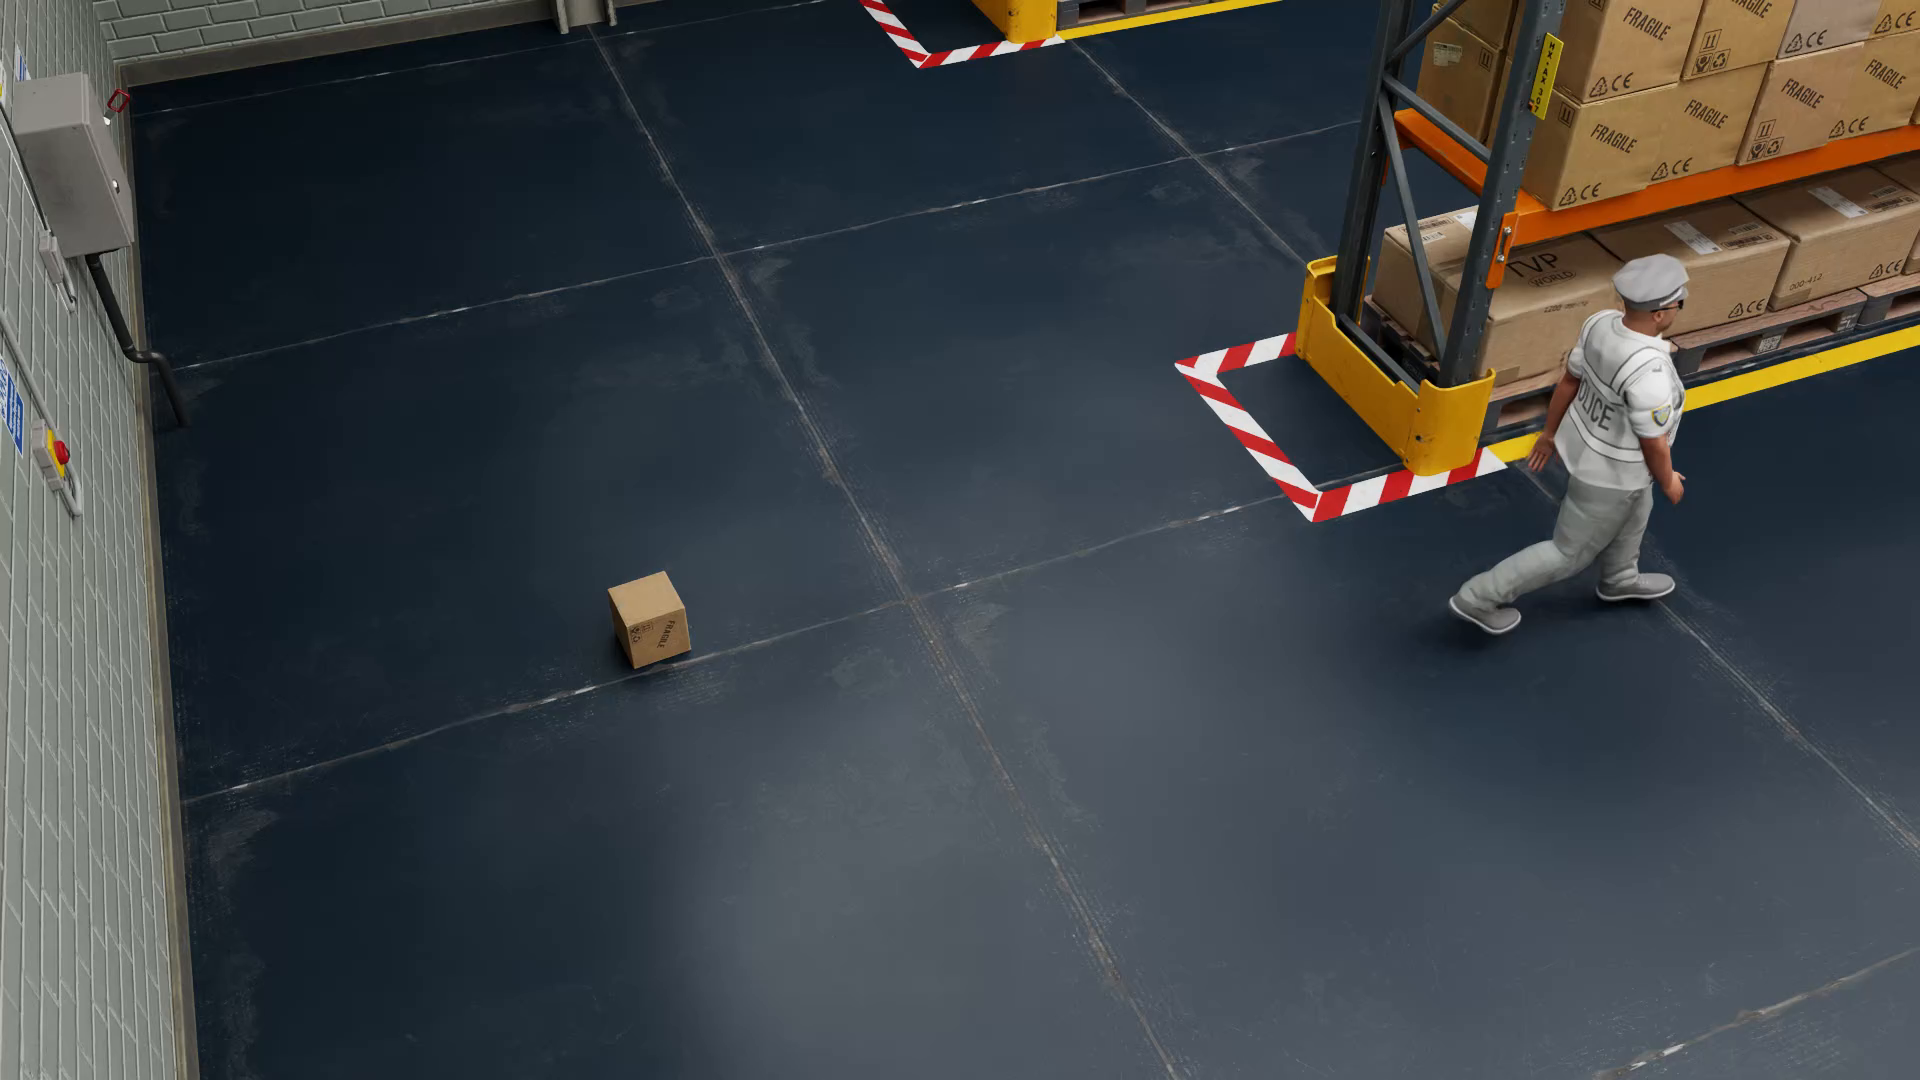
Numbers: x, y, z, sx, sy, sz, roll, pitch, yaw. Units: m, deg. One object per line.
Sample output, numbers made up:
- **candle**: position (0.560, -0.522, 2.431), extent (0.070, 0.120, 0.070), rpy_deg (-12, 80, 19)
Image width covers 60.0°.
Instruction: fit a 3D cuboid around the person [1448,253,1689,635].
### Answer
- **person**: position (2.544, -0.335, 6.517), extent (1.049, 1.719, 0.530), rpy_deg (-1, 41, -1)
